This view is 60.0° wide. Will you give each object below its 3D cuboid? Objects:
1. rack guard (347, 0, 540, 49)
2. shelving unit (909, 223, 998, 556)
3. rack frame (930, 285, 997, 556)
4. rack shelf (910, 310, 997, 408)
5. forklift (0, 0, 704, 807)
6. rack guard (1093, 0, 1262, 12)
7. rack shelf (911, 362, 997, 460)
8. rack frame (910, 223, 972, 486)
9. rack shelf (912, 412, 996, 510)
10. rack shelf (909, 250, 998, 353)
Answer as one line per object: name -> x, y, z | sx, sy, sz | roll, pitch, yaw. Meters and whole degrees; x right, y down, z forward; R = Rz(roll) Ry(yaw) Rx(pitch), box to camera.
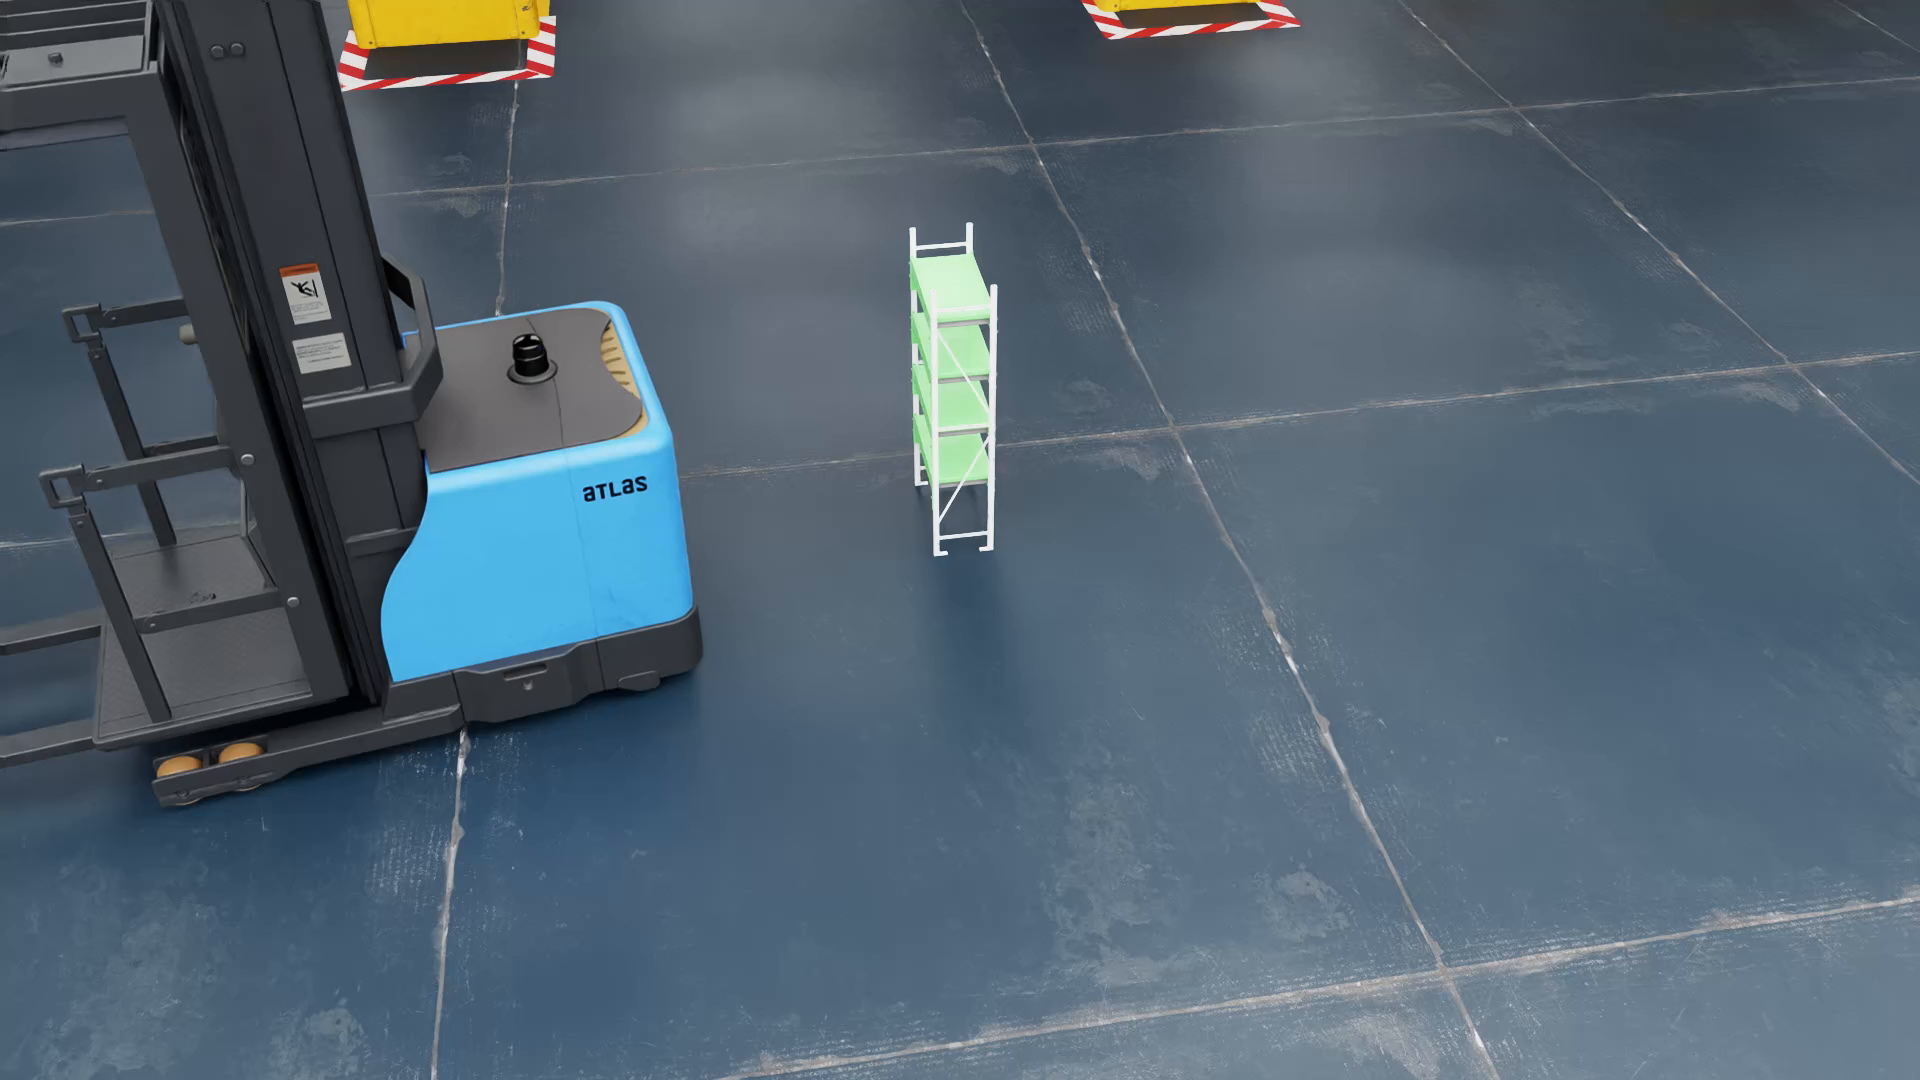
rack guard -> -3.402, -3.573, 10.941 | 1.175, 0.500, 0.348 | -6, 38, -8
shelving unit -> -0.029, -0.574, 6.511 | 0.258, 1.200, 0.503 | -6, 38, -8
rack frame -> 0.014, -0.426, 6.321 | 0.240, 1.200, 0.015 | -6, 38, -8
rack shelf -> -0.029, -0.713, 6.403 | 0.258, 0.148, 0.480 | -6, 38, -8
forklift -> -2.513, -0.632, 5.174 | 3.031, 2.935, 1.130 | -12, 40, -15
rack guard -> 1.517, -3.985, 11.472 | 1.175, 0.500, 0.348 | -6, 38, -8
rack shelf -> -0.029, -0.523, 6.550 | 0.258, 0.148, 0.480 | -6, 38, -8
rack frame -> -0.072, -0.721, 6.700 | 0.240, 1.200, 0.015 | -6, 38, -8
rack shelf -> -0.029, -0.334, 6.697 | 0.258, 0.148, 0.480 | -6, 38, -8
rack shelf -> -0.029, -0.902, 6.255 | 0.258, 0.148, 0.480 | -6, 38, -8
